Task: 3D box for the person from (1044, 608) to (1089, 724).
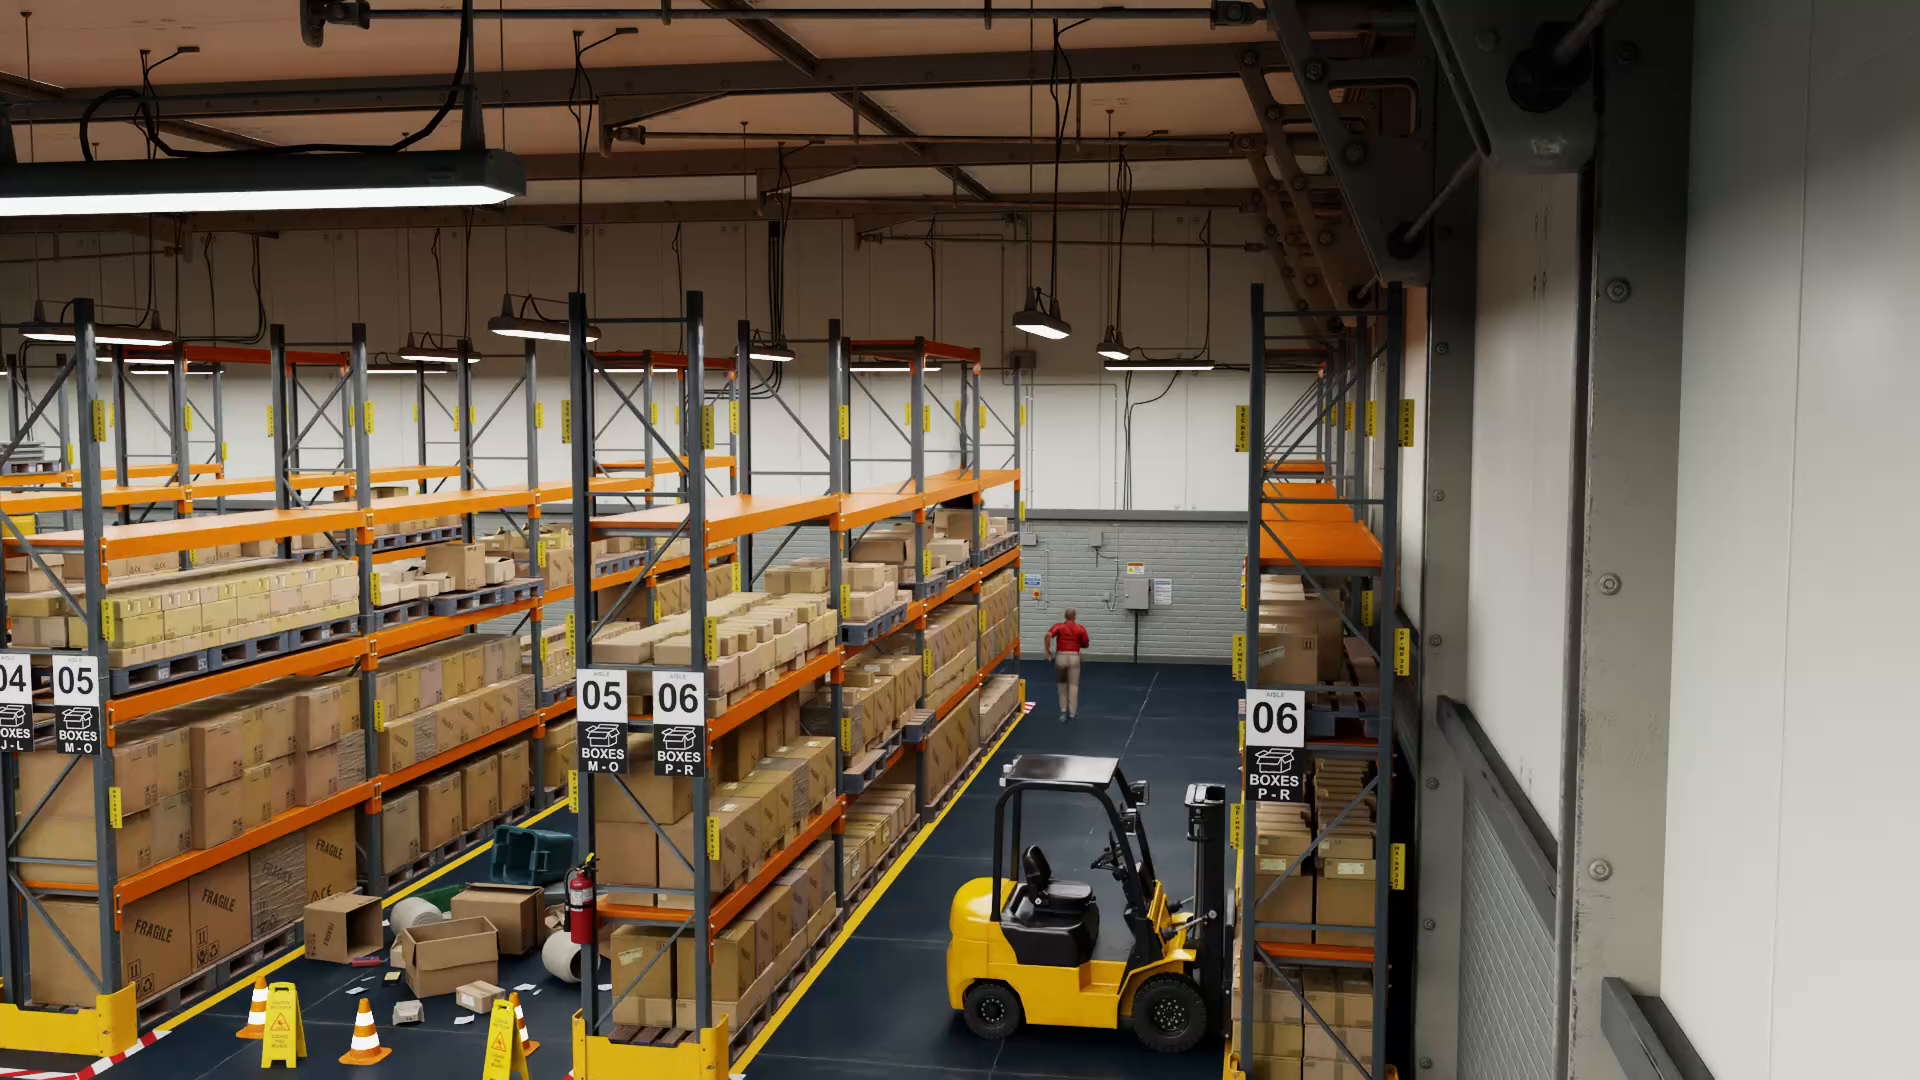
[{"bbox_3d":[1.667,1.983,25.824,0.672,1.843,0.863,1,5,11],"label":"person"}]
